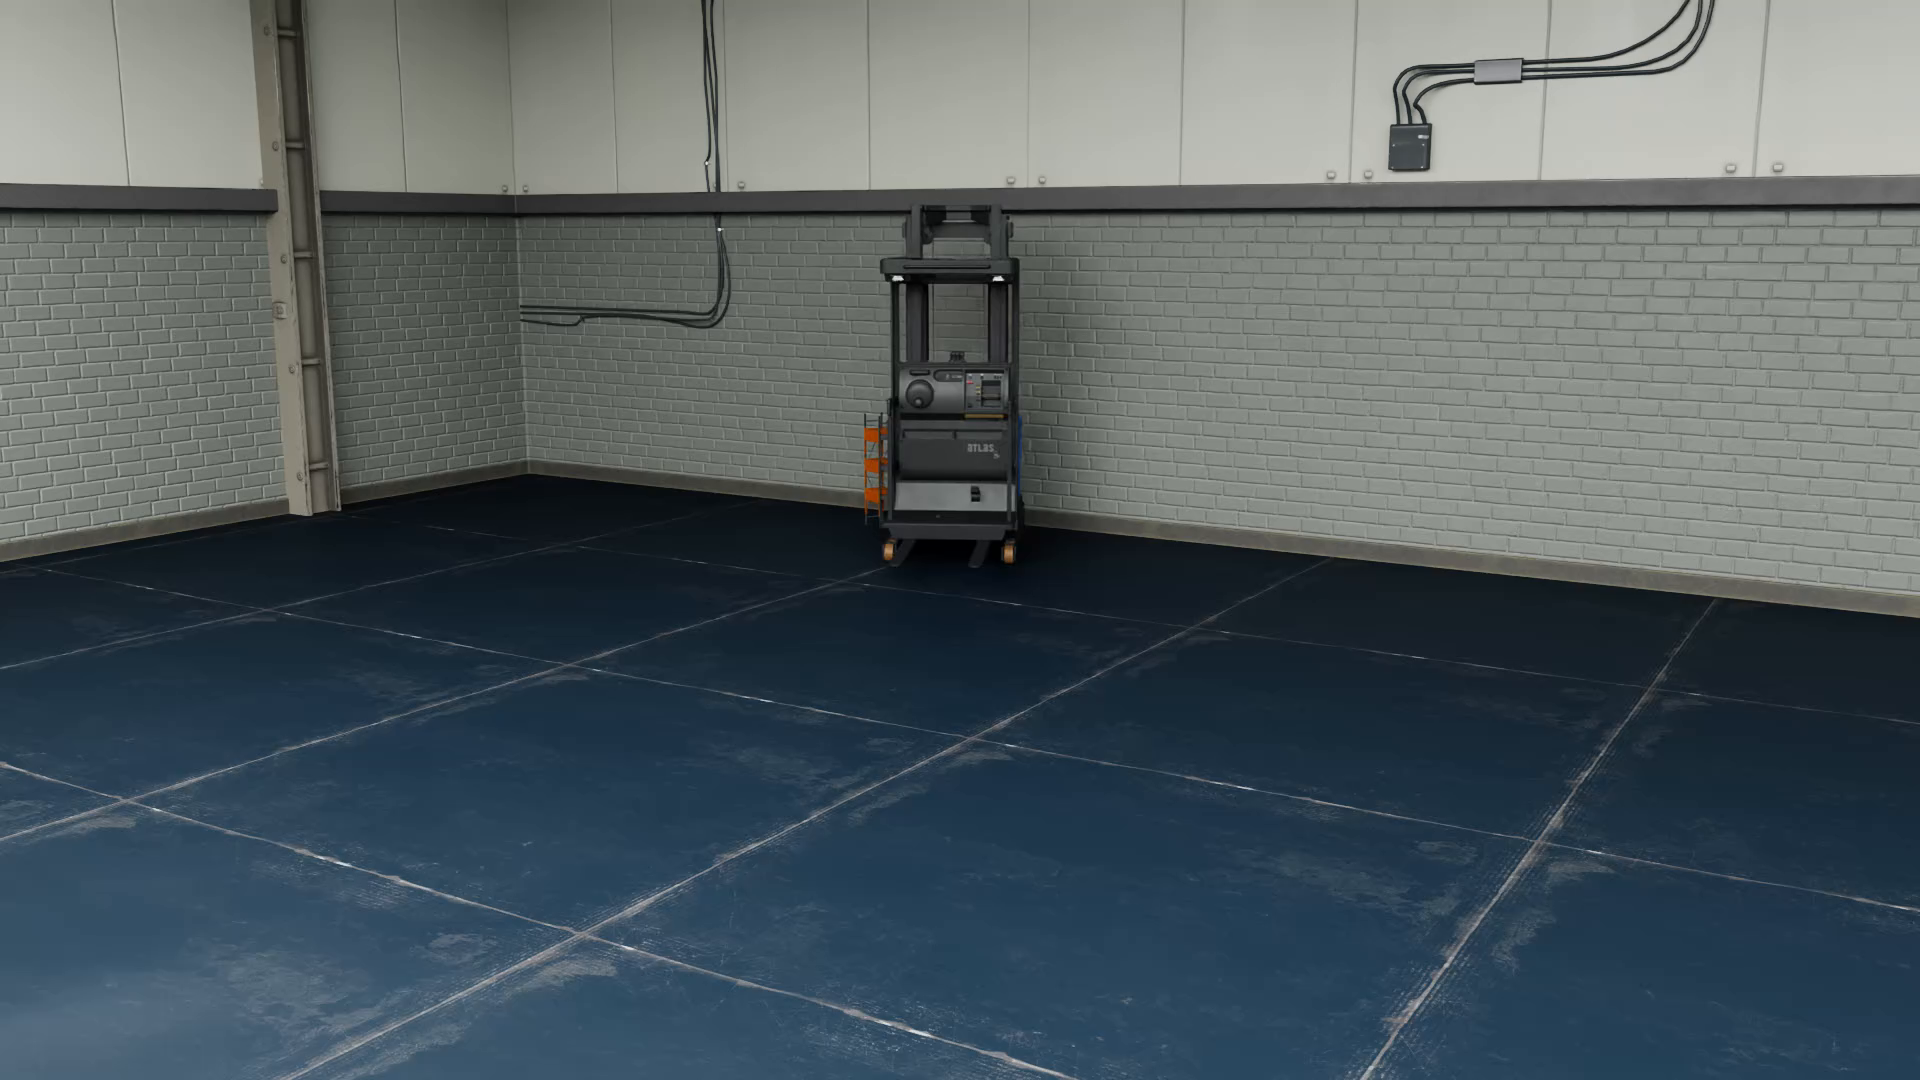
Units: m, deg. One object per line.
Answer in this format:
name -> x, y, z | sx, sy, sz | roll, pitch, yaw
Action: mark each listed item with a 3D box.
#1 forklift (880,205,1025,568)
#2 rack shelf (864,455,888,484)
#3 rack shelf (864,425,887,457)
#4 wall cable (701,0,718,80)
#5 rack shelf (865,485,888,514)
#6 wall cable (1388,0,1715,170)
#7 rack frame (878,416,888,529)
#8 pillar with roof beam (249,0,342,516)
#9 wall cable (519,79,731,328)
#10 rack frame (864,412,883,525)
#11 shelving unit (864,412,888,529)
forklift -> -0.064, -1.302, 13.858 | 1.130, 2.935, 3.031 | 1, 11, 5
rack shelf -> -0.736, -0.640, 15.492 | 0.215, 0.259, 0.240 | -8, 13, -35
rack shelf -> -0.736, -0.919, 15.440 | 0.215, 0.259, 0.240 | -8, 13, -35
wall cable -> -1.374, -5.737, 15.770 | 3.097, 2.526, 0.112 | 6, 12, 31
rack shelf -> -0.736, -0.367, 15.543 | 0.215, 0.259, 0.240 | -8, 13, -35
wall cable -> 4.420, -5.801, 12.159 | 2.305, 6.003, 0.169 | 6, 12, 31
rack frame -> -0.665, -0.632, 15.393 | 0.200, 1.050, 0.008 | -8, 13, -35
pillar with roof beam -> -2.666, -4.291, 13.332 | 9.100, 9.000, 0.400 | 6, 12, 31
wall cable -> -3.686, -3.513, 17.615 | 3.097, 2.526, 0.112 | 6, 12, 31
rack frame -> -0.808, -0.669, 15.587 | 0.200, 1.050, 0.008 | -8, 13, -35
shelving unit -> -0.736, -0.650, 15.490 | 0.215, 1.050, 0.252 | -8, 13, -35
